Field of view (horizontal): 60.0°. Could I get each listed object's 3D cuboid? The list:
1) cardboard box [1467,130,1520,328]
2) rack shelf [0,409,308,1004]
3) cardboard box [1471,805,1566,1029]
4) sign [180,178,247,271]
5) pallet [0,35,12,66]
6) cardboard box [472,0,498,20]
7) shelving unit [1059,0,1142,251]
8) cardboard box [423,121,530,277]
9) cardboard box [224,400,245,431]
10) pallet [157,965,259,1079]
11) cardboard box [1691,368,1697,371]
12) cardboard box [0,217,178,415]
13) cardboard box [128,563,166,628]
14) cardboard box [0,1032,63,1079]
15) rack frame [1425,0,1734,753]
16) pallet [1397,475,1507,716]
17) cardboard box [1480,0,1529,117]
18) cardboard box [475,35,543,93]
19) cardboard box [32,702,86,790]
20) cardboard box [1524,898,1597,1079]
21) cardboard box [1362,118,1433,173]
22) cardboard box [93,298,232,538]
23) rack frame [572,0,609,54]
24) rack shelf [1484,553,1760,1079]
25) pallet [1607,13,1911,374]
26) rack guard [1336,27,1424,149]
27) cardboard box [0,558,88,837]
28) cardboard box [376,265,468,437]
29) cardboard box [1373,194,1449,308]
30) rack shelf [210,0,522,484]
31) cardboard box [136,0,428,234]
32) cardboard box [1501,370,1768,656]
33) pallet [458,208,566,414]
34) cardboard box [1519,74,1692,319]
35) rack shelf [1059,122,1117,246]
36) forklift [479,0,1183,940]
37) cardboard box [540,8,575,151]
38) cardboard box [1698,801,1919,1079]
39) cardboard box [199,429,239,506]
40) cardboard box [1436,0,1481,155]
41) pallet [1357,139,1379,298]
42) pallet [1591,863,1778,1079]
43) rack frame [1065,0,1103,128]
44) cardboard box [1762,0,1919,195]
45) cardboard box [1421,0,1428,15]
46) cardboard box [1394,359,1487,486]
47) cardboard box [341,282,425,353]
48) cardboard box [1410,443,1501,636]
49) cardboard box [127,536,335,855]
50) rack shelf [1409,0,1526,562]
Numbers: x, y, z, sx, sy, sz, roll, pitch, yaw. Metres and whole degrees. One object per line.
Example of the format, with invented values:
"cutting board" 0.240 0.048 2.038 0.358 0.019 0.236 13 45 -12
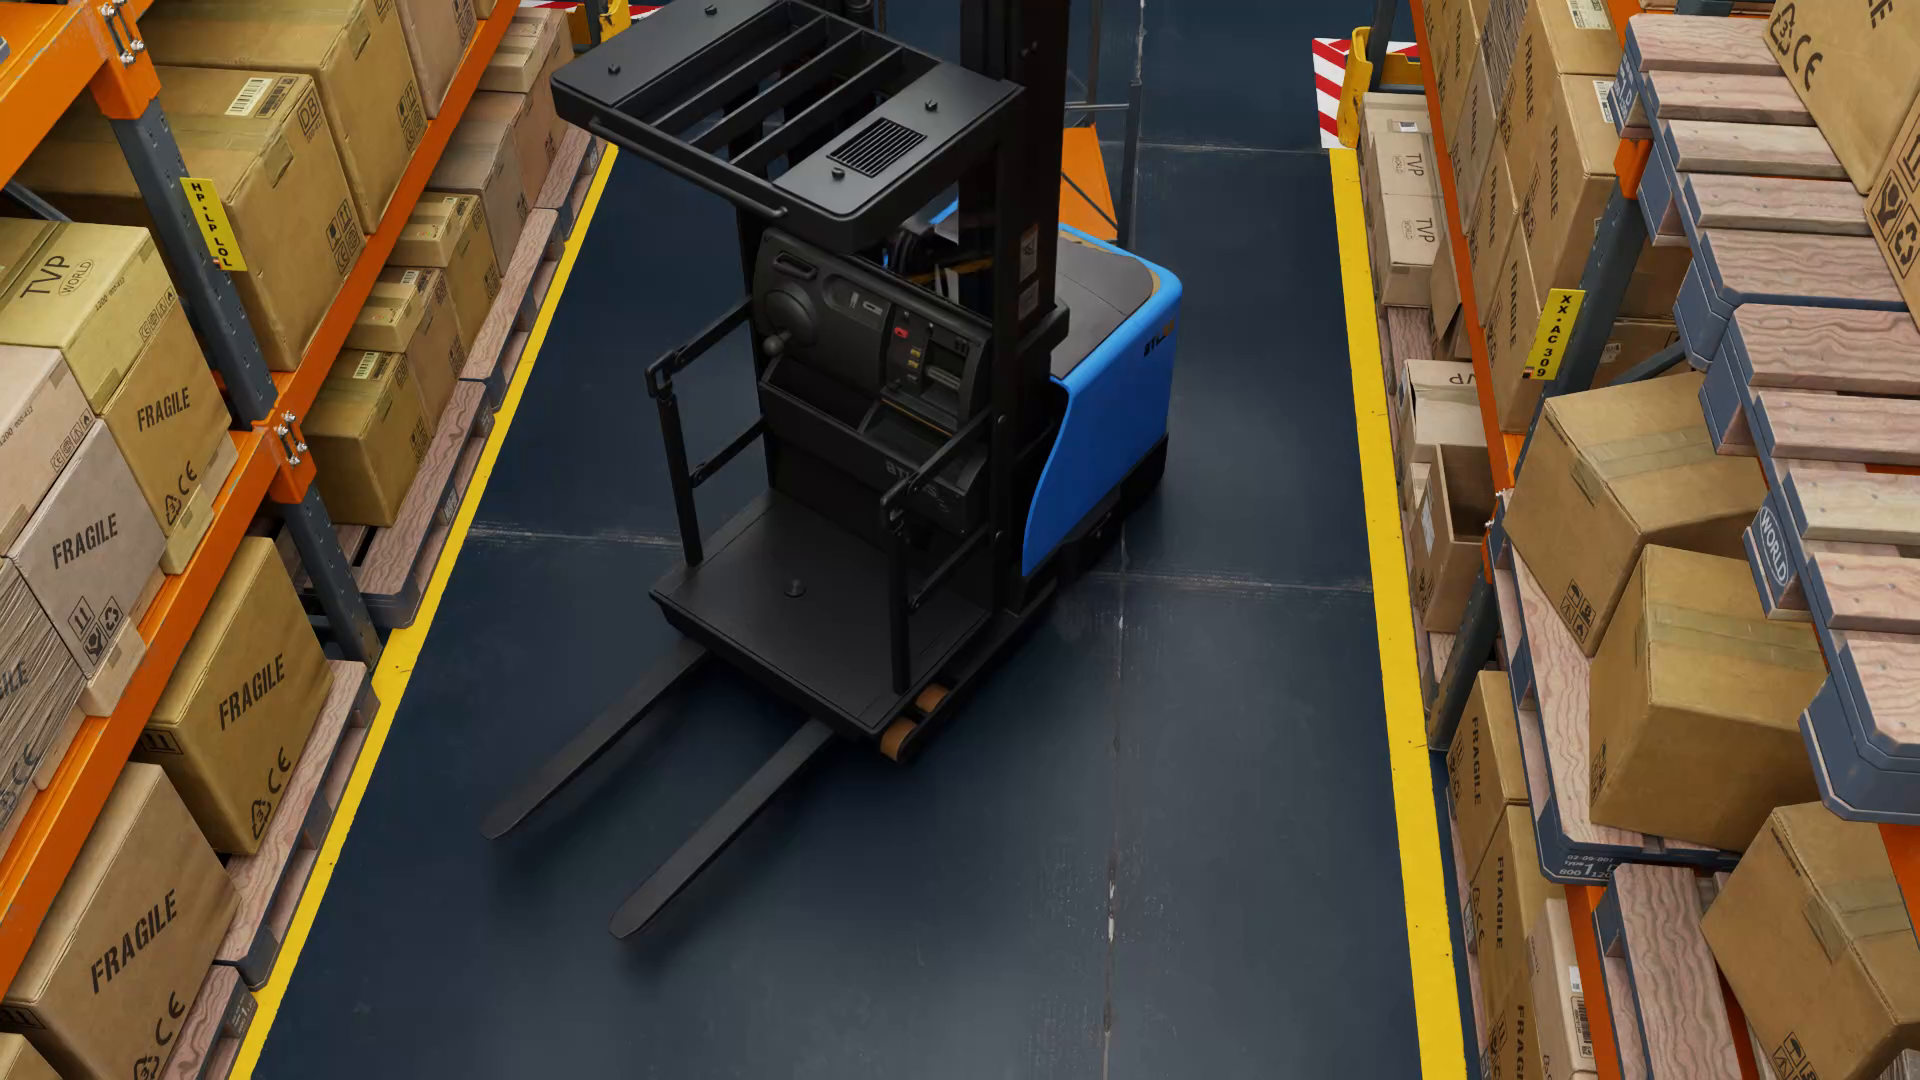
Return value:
"cardboard box" 2.049 -1.050 5.636 0.500 0.500 0.500 5 48 5
"rack shelf" -2.902 1.129 4.198 1.077 0.370 4.000 4 48 4
"cardboard box" 1.889 1.174 5.065 0.500 0.500 0.500 4 48 4
"sign" -2.179 -0.918 4.852 0.100 0.325 0.005 4 48 4
"pallet" -2.755 -0.854 3.621 0.805 0.209 1.217 2 48 2
"cardboard box" -2.447 -2.713 7.021 0.980 0.700 0.700 4 48 3
"shelving unit" 0.405 -1.606 7.229 0.587 1.500 1.083 -3 48 -3
"cardboard box" -2.410 -1.562 7.581 0.700 0.500 0.500 2 48 2
"cardboard box" -2.761 -0.550 6.216 0.380 0.149 0.250 4 48 3
"pallet" -2.824 1.829 4.960 1.003 0.211 1.213 4 48 4
"cardboard box" 2.531 -0.643 5.263 0.500 0.500 0.500 5 48 5
"cardboard box" -2.508 -0.617 4.516 0.500 0.250 0.500 5 48 4
"cardboard box" -2.537 0.137 4.775 0.380 0.149 0.250 5 48 5
"cardboard box" -2.801 1.765 4.301 0.750 0.750 0.750 4 48 3
"rack frame" 2.213 -0.253 4.974 1.000 3.000 0.127 4 48 4
"pallet" 2.277 0.184 6.465 1.003 0.211 1.213 4 48 4
"cardboard box" 2.092 -1.760 5.608 0.500 0.500 0.500 4 48 4
"cardboard box" -2.173 -2.224 7.747 0.380 0.149 0.250 5 48 5
"cardboard box" -2.591 0.510 4.434 0.380 0.149 0.250 4 48 4
"cardboard box" 1.835 1.263 4.476 0.500 0.250 0.500 4 48 4
"cardboard box" 2.175 -1.916 8.118 0.380 0.166 0.250 4 48 4
"cardboard box" -2.511 -0.368 4.797 0.500 0.500 0.500 3 48 3
"rack frame" -2.356 -3.523 7.965 1.000 3.000 0.127 4 48 4
"rack shelf" 2.031 1.460 3.896 1.077 0.370 4.000 4 48 4
"pallet" 2.084 -0.727 3.503 1.213 0.211 1.003 4 48 4
"rack guard" 2.571 -2.293 8.534 1.175 0.500 0.348 4 48 4
"cardboard box" -2.602 0.376 4.116 0.500 0.500 0.500 4 48 4
"cardboard box" -2.501 -0.793 6.878 0.700 0.500 0.500 3 48 3
"cardboard box" 2.155 -1.297 7.495 0.500 0.250 0.500 4 48 4
"rack shelf" -2.538 -1.810 6.886 1.077 0.370 4.000 4 48 4
"cardboard box" -2.582 -1.618 6.020 0.980 0.700 0.700 3 48 3
"cardboard box" 1.947 -0.095 4.478 0.700 0.500 0.500 -11 48 -10
"pallet" -2.464 -1.095 7.634 1.003 0.211 1.213 4 48 4
"cardboard box" 2.002 -1.013 4.924 0.500 0.500 0.500 4 48 4
"rack shelf" 0.405 -1.478 7.355 0.538 0.185 1.000 -3 48 -3
"forklift" -0.437 -0.601 5.339 1.130 2.935 3.031 29 54 24
"cardboard box" -2.320 -2.300 8.256 0.700 0.500 0.500 4 48 4
"cardboard box" 2.114 0.874 3.591 0.700 0.500 0.500 -7 48 -6
"cardboard box" -2.469 -0.238 5.117 0.380 0.149 0.250 4 48 4
"cardboard box" 2.137 -1.802 6.324 0.500 0.500 0.500 4 48 4
"pallet" 2.499 -1.609 8.105 1.003 0.211 1.213 4 48 4
"pallet" 2.021 1.322 3.664 1.003 0.211 1.213 4 48 4
"rack frame" 0.367 -1.974 7.565 0.500 1.500 0.032 -3 48 -3
"cardboard box" 2.094 -1.109 3.305 0.600 0.600 0.600 0 48 0
"cardboard box" 2.233 -2.538 6.997 0.500 0.500 0.500 3 48 3
"cardboard box" 2.051 -0.483 6.709 0.500 0.311 0.500 4 48 4
"cardboard box" -2.337 -0.882 6.520 0.380 0.149 0.250 5 48 5
"cardboard box" 1.983 0.005 6.135 0.500 0.500 0.500 4 48 4
"cardboard box" -2.650 0.487 5.470 0.750 0.750 0.750 4 48 4
"rack shelf" 2.396 -1.480 6.584 1.077 0.370 4.000 4 48 4
